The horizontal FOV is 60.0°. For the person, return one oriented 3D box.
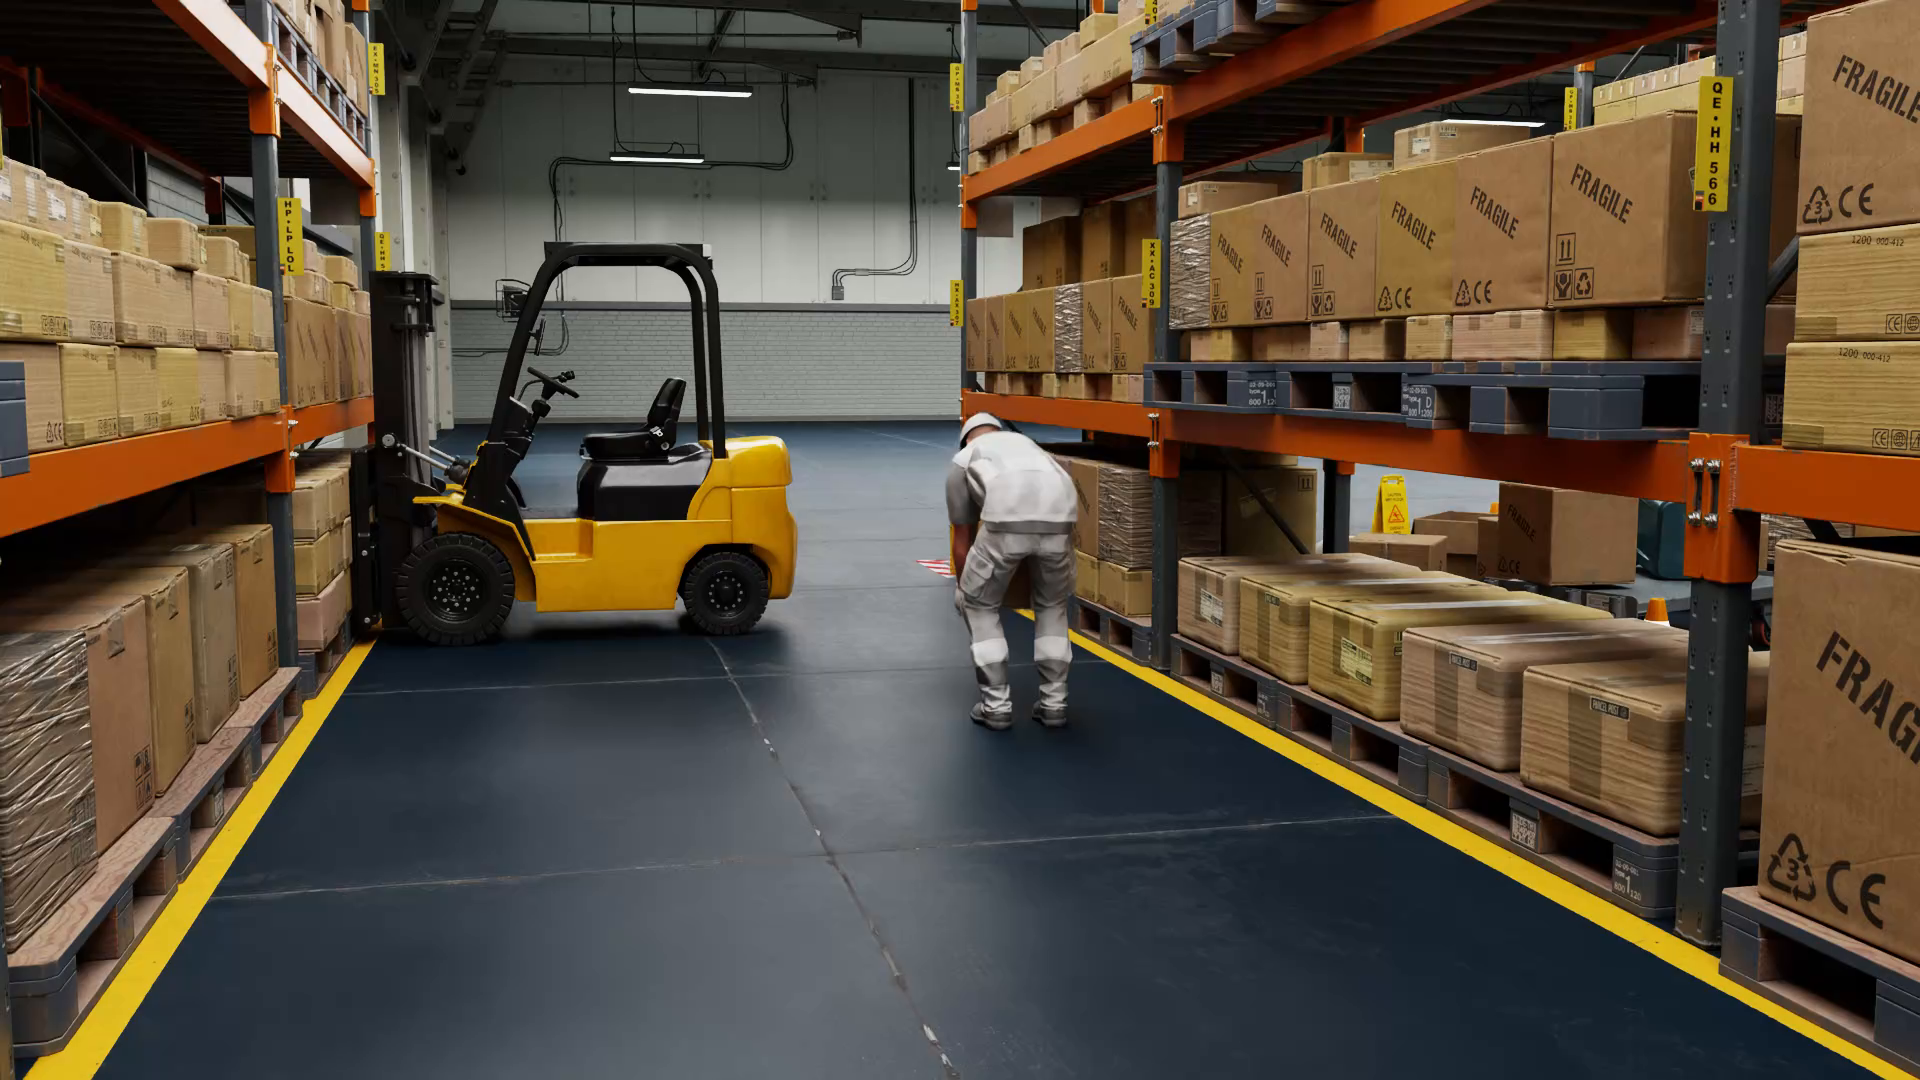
[{"bbox_3d":[7.596,-1.752,24.714,24.410,1.287,30.829,-2,6,-16],"label":"person"}]
